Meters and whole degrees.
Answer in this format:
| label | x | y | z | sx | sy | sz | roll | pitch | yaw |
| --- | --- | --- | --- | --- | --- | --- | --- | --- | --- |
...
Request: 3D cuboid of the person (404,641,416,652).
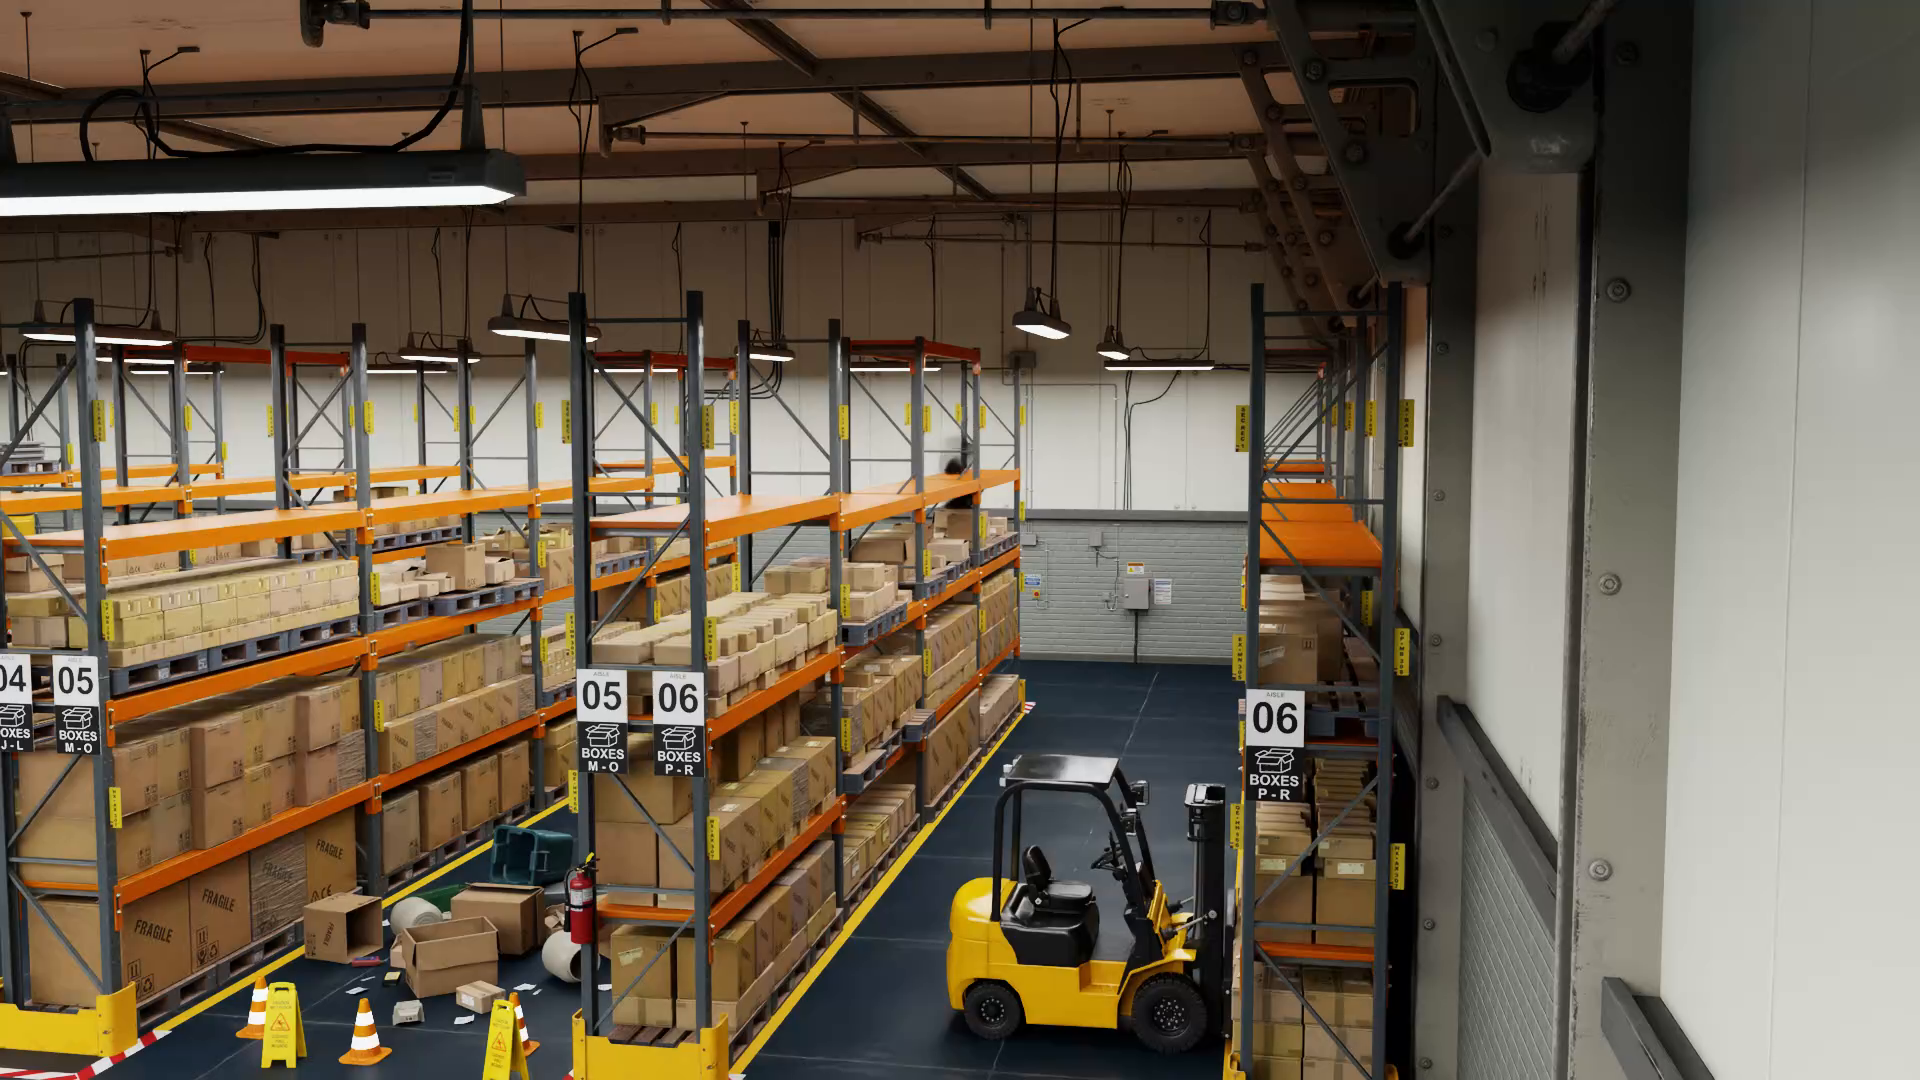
| label | x | y | z | sx | sy | sz | roll | pitch | yaw |
| --- | --- | --- | --- | --- | --- | --- | --- | --- | --- |
| person | -8.281 | 2.342 | 25.144 | 0.579 | 1.647 | 0.859 | 0 | 5 | 5 |
